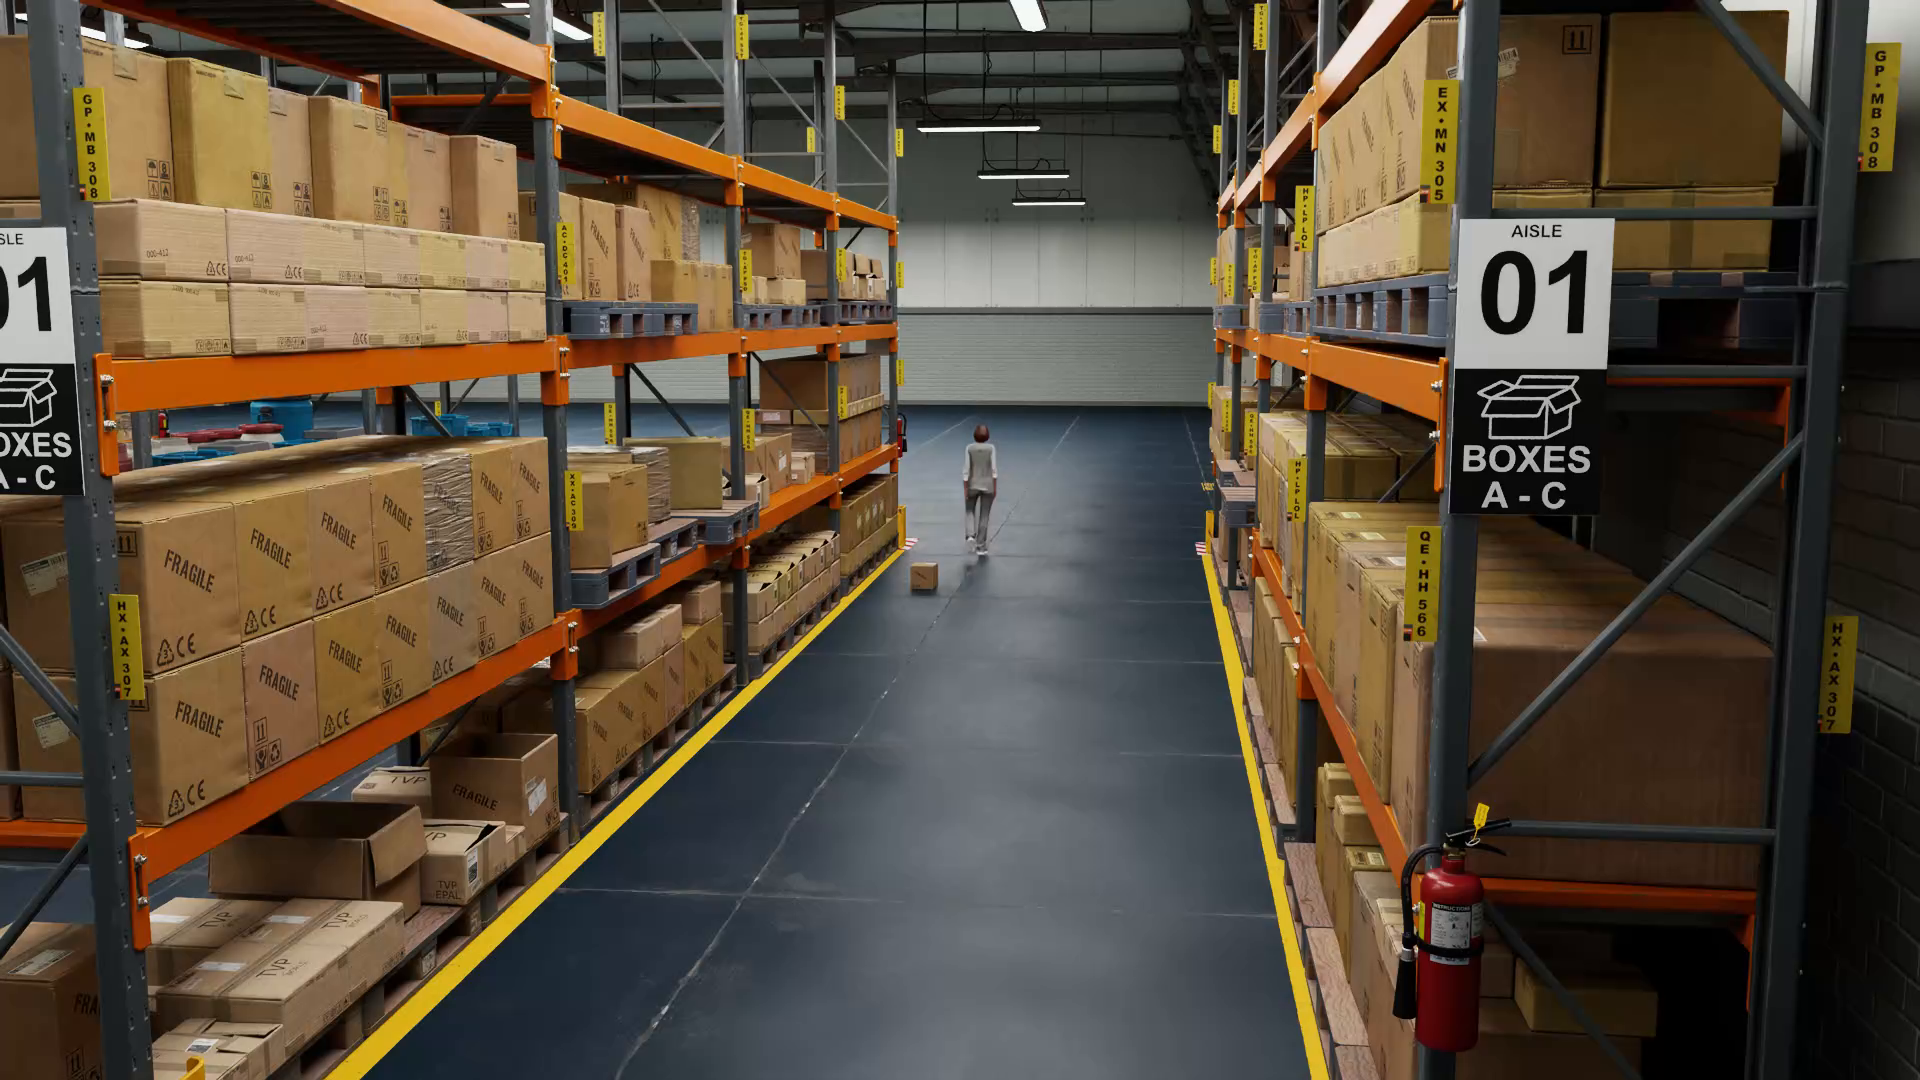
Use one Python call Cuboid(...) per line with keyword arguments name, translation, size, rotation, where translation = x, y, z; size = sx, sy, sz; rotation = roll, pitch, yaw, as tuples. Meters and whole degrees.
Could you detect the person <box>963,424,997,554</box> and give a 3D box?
Cuboid(name="person", translation=(0.245, -0.618, 20.156), size=(0.414, 1.590, 0.398), rotation=(1, 8, 6))
